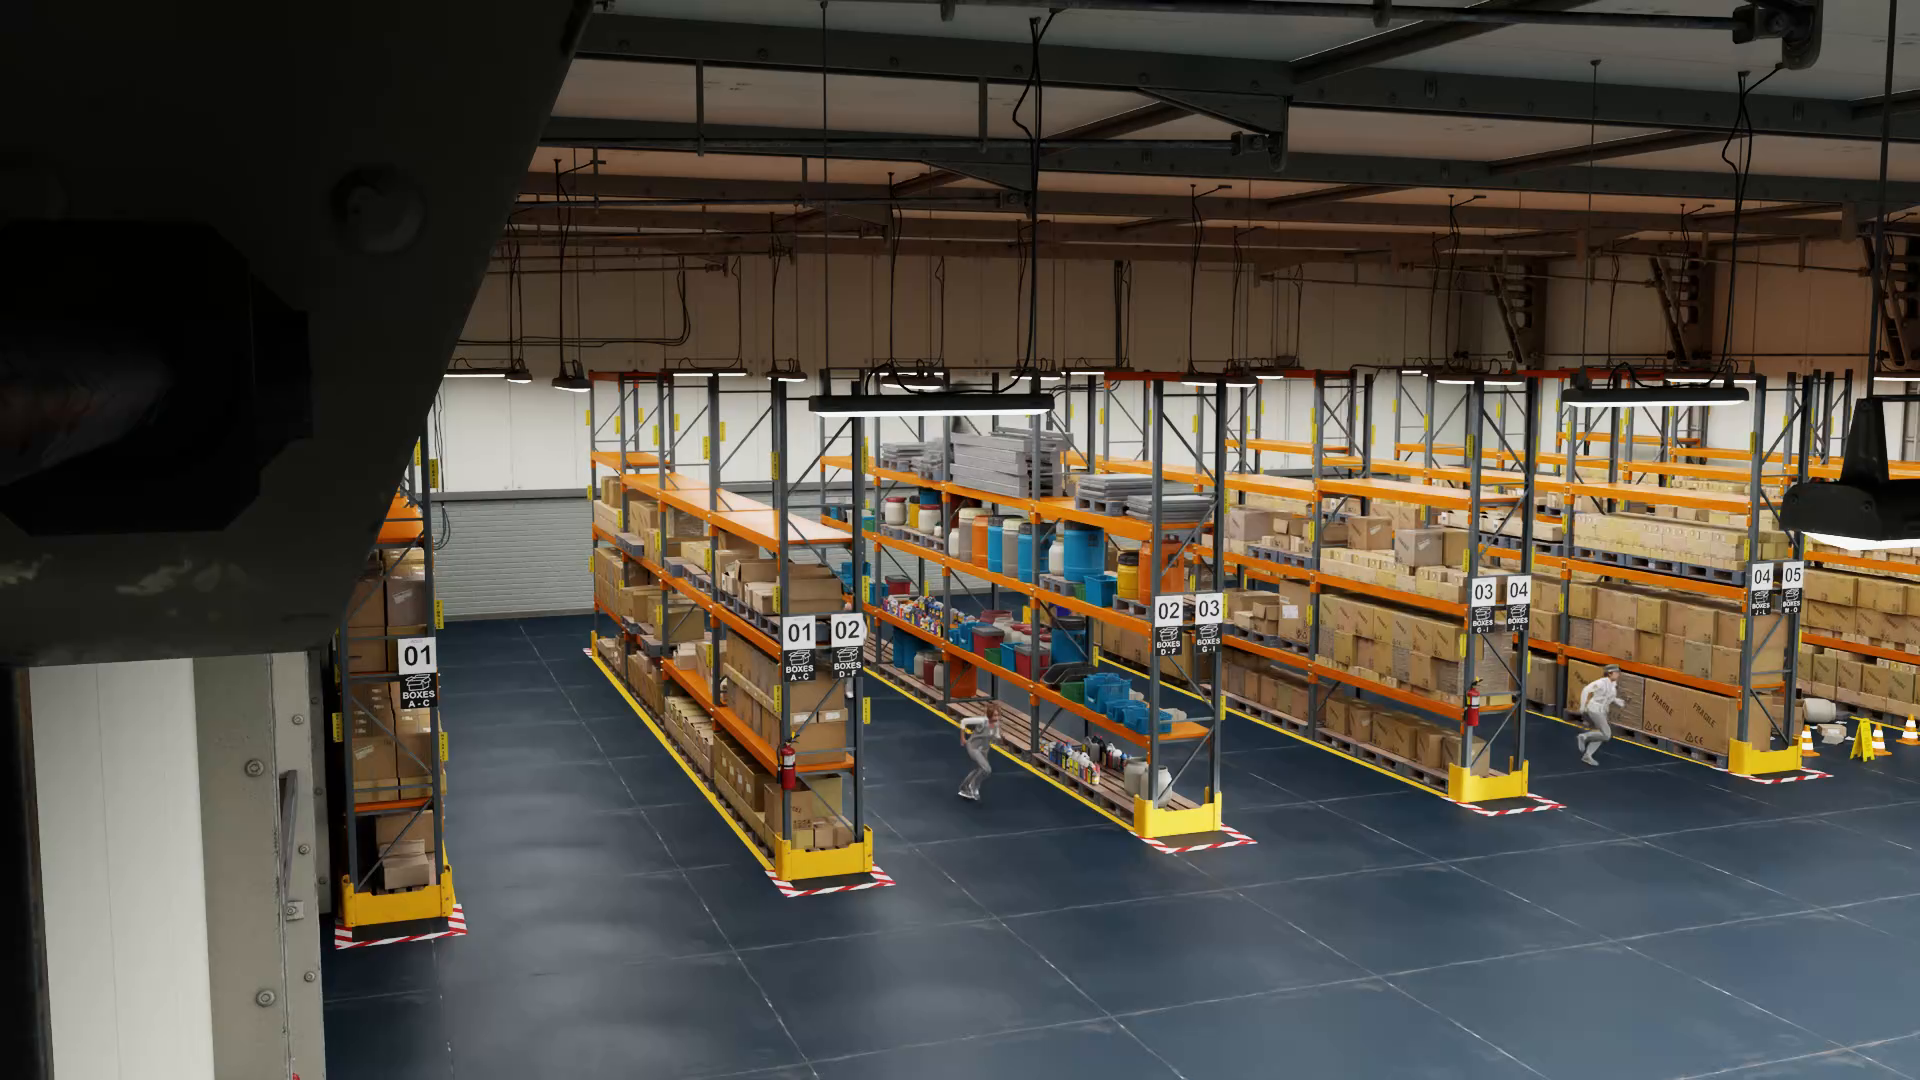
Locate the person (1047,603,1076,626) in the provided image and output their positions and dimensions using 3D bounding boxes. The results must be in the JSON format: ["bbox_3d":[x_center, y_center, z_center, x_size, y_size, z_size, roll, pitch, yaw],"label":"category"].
[{"bbox_3d":[2.132,1.708,34.238,0.552,1.611,0.663,-3,7,-26],"label":"person"}]

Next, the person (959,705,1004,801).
[{"bbox_3d":[0.267,2.997,23.398,0.569,1.436,0.867,-6,9,-41],"label":"person"}]

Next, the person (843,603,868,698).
[{"bbox_3d":[-2.040,2.015,30.677,0.705,1.750,0.686,-1,7,-12],"label":"person"}]

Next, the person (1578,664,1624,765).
[{"bbox_3d":[9.909,2.683,25.679,0.669,1.616,0.604,6,9,42],"label":"person"}]
